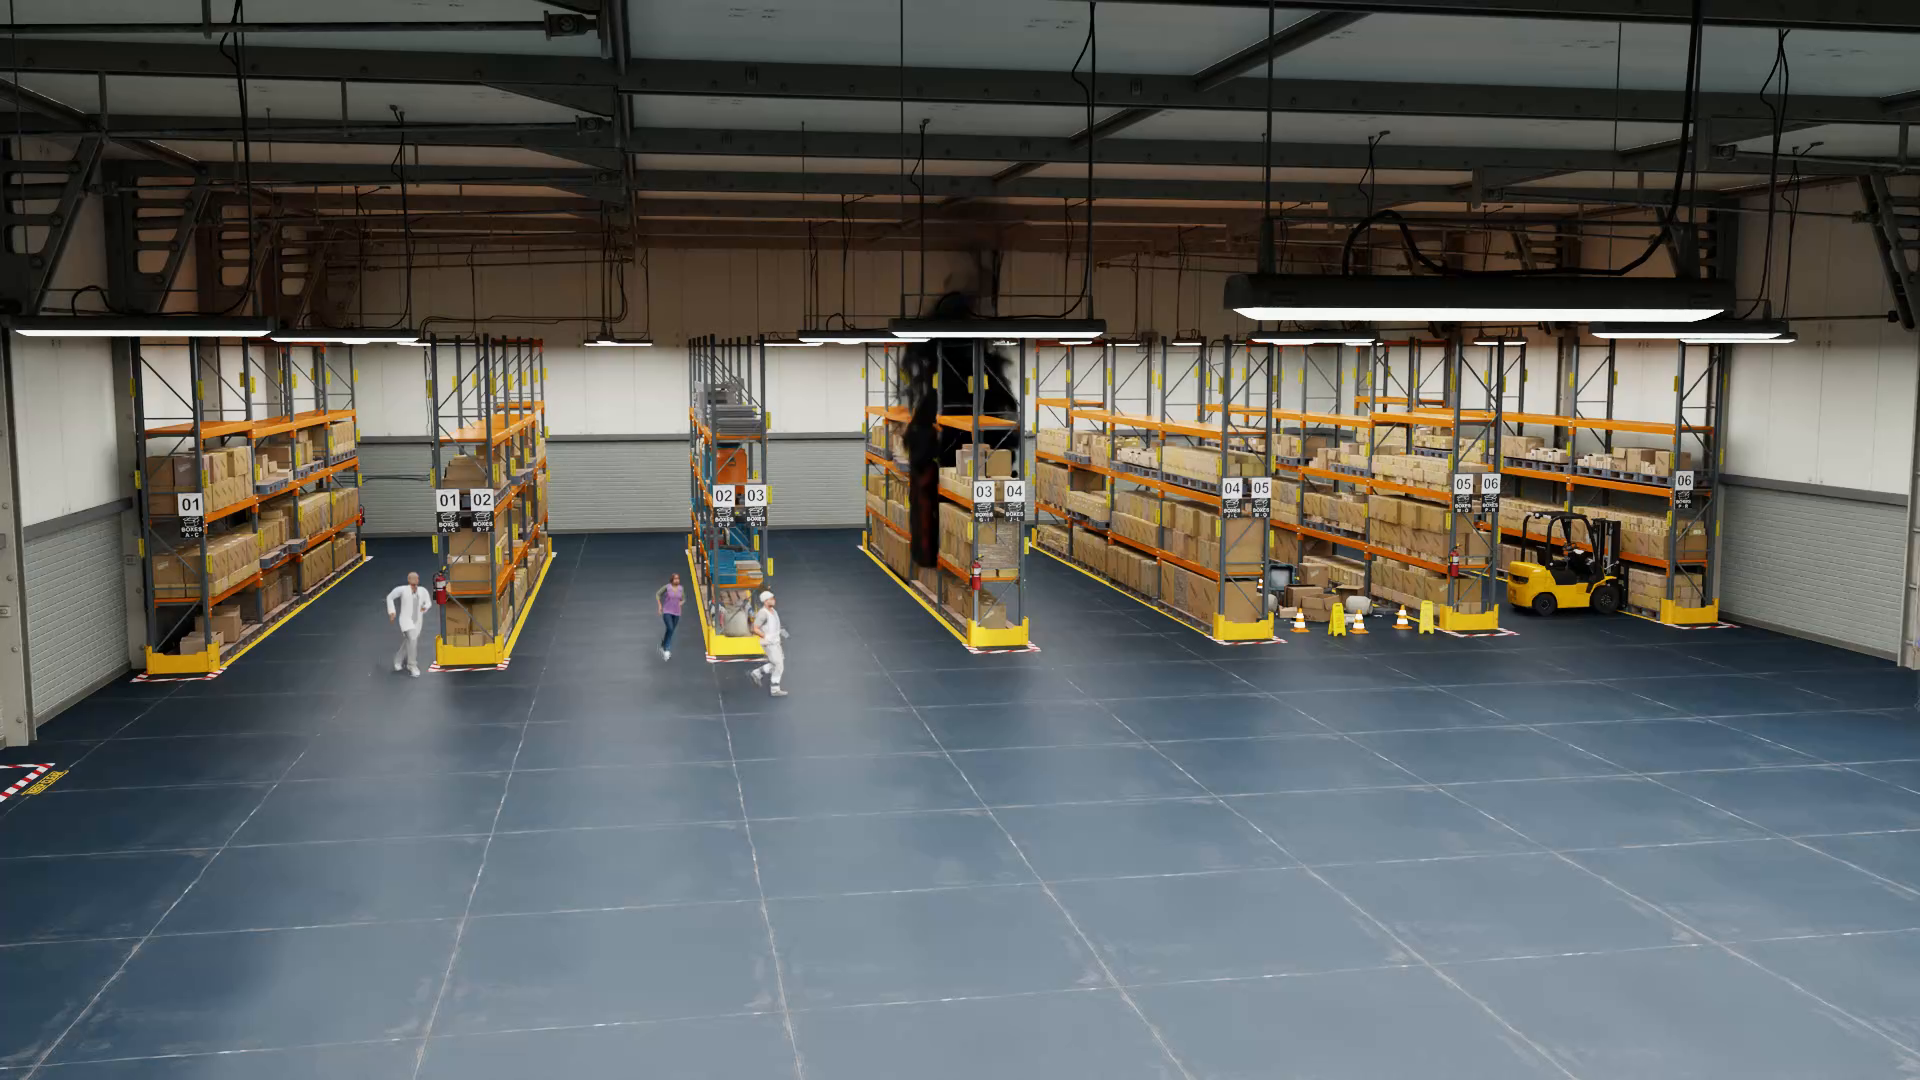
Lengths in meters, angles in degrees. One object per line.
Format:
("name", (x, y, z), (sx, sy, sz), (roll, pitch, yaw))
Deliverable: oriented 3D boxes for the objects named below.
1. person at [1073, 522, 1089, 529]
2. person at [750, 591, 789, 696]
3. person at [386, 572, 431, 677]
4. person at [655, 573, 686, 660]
("person", (3.502, -0.846, 49.699), (0.856, 1.773, 0.766), (6, 9, 43))
("person", (-3.166, 1.713, 27.506), (0.674, 1.742, 0.659), (2, 7, 17))
("person", (-9.697, 1.466, 29.503), (0.919, 1.776, 0.698), (6, 9, 41))
("person", (-5.375, 1.400, 31.021), (0.519, 1.602, 0.701), (-4, 8, -31))
